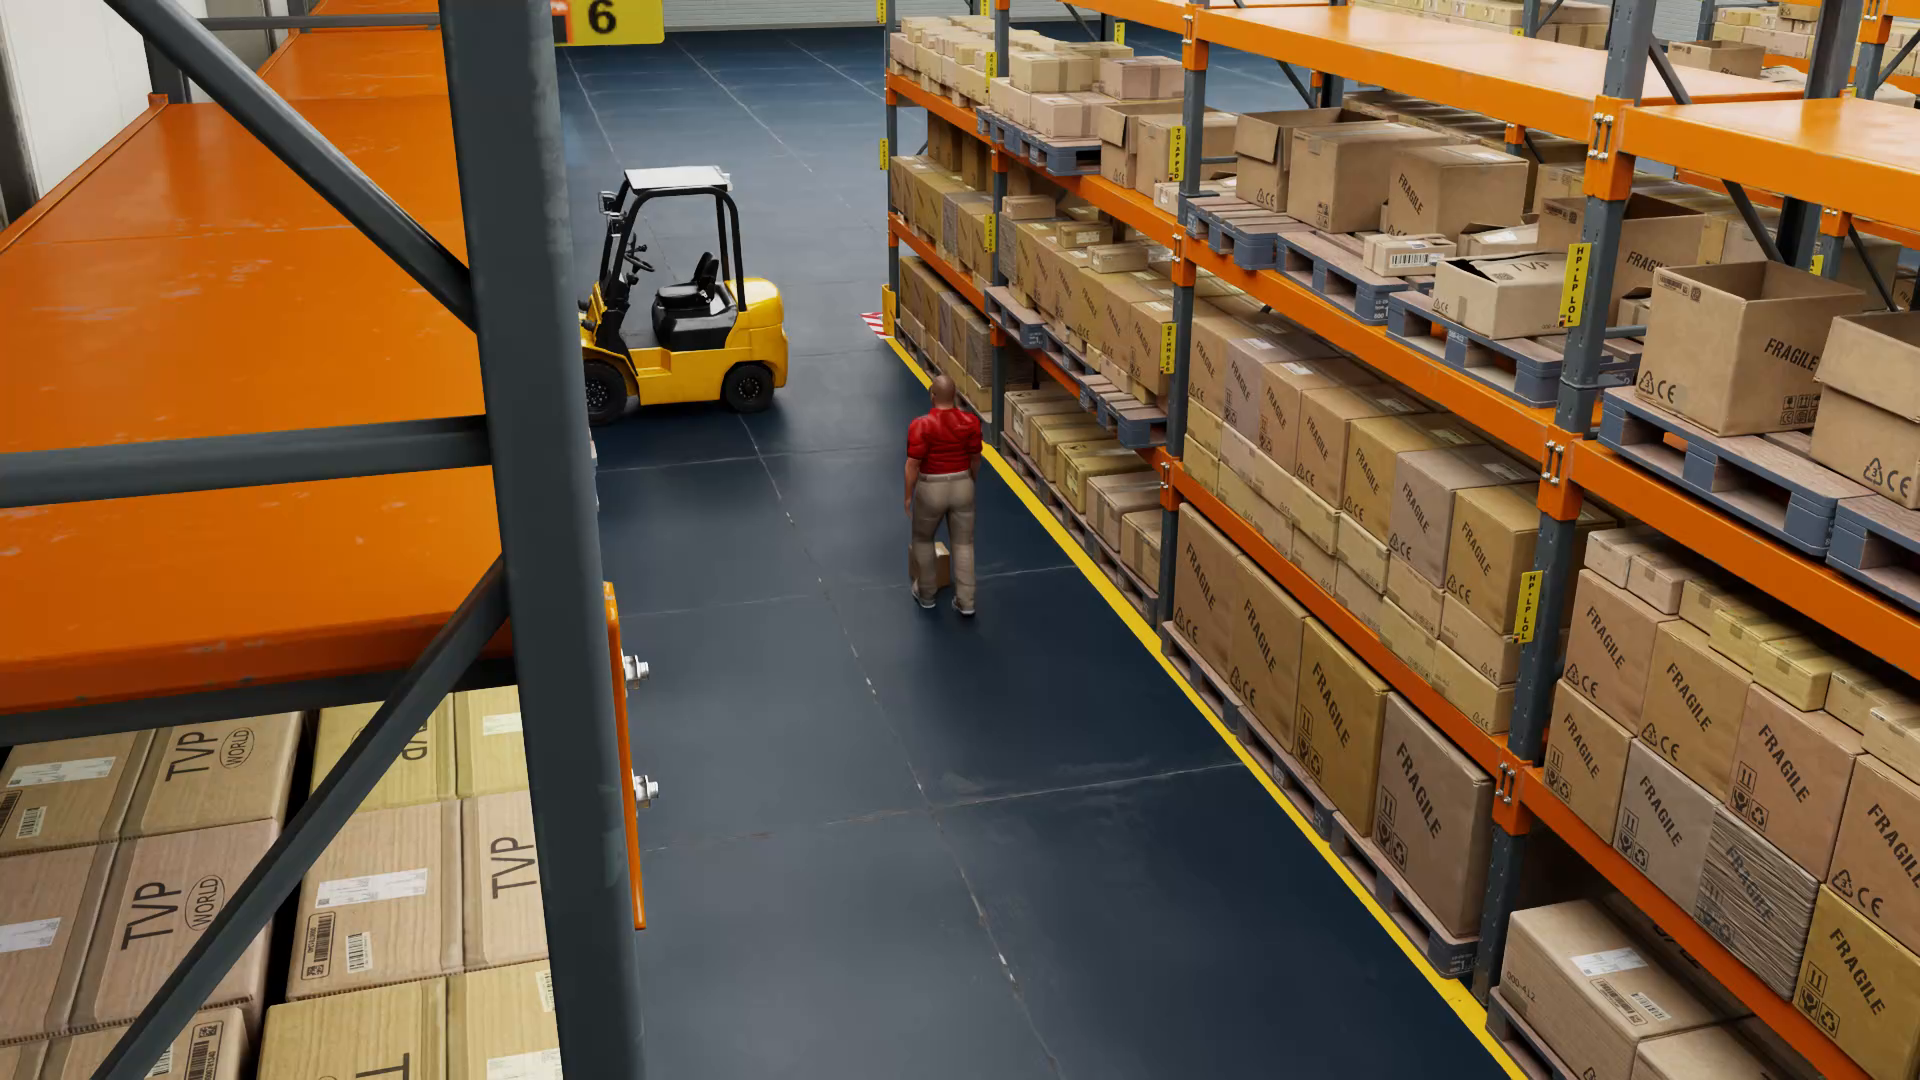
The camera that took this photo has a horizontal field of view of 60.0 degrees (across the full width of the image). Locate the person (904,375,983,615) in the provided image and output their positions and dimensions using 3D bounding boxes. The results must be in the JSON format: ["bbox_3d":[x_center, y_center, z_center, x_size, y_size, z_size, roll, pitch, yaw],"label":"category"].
[{"bbox_3d":[-0.133,-0.326,11.487,0.548,1.729,0.519,-6,23,-13],"label":"person"}]
